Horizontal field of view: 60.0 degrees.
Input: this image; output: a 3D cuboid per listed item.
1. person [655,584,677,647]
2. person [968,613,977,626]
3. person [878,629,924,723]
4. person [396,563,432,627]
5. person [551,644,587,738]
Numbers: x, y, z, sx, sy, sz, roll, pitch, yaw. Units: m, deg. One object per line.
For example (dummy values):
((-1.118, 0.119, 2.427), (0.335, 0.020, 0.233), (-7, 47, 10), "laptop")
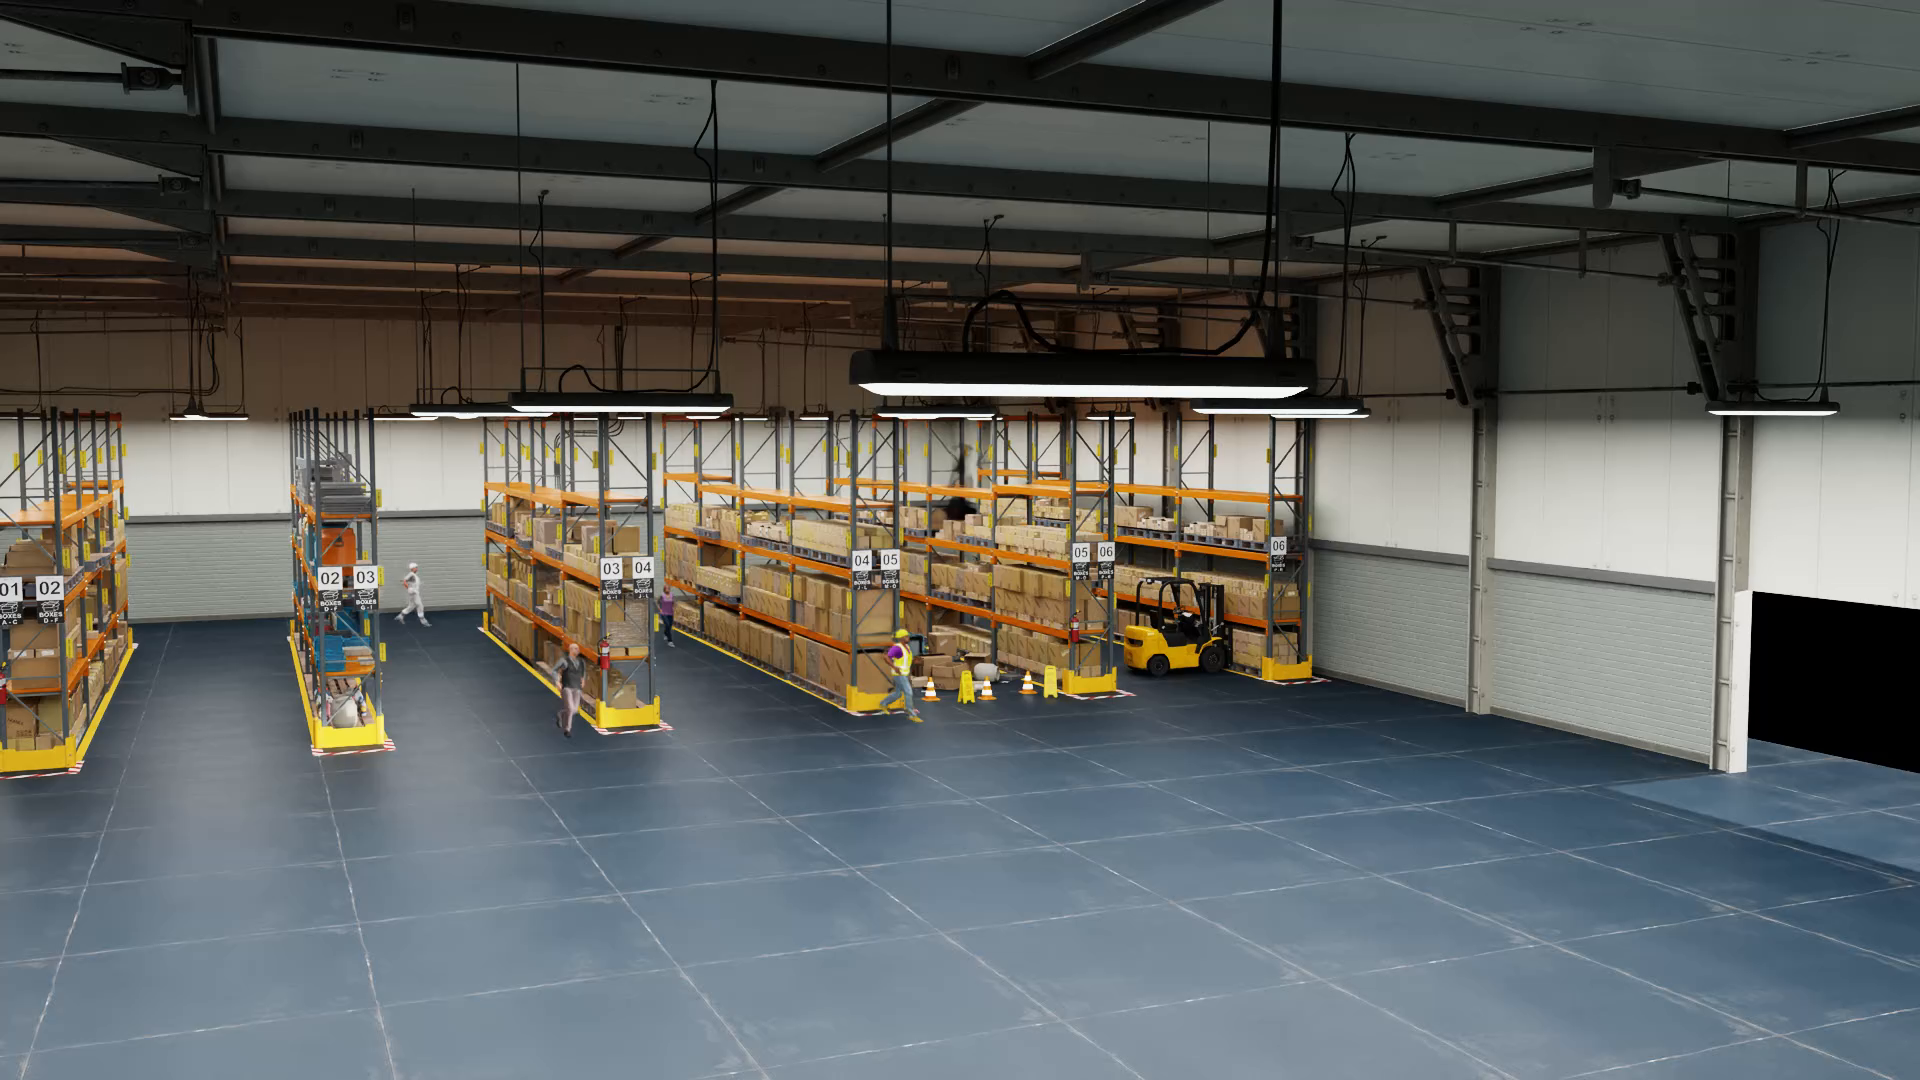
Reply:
((-7.579, 1.928, 42.897), (0.548, 1.592, 0.756), (-2, 5, -28), "person")
((0.314, 1.632, 46.882), (0.653, 1.656, 0.731), (-2, 5, -28), "person")
((-1.153, 2.594, 31.911), (0.990, 1.769, 0.710), (1, 4, 16), "person")
((-15.352, 1.541, 46.712), (0.983, 1.805, 0.651), (-1, 4, -15), "person")
((-7.181, 2.754, 30.666), (0.707, 1.692, 0.756), (-4, 6, -44), "person")
